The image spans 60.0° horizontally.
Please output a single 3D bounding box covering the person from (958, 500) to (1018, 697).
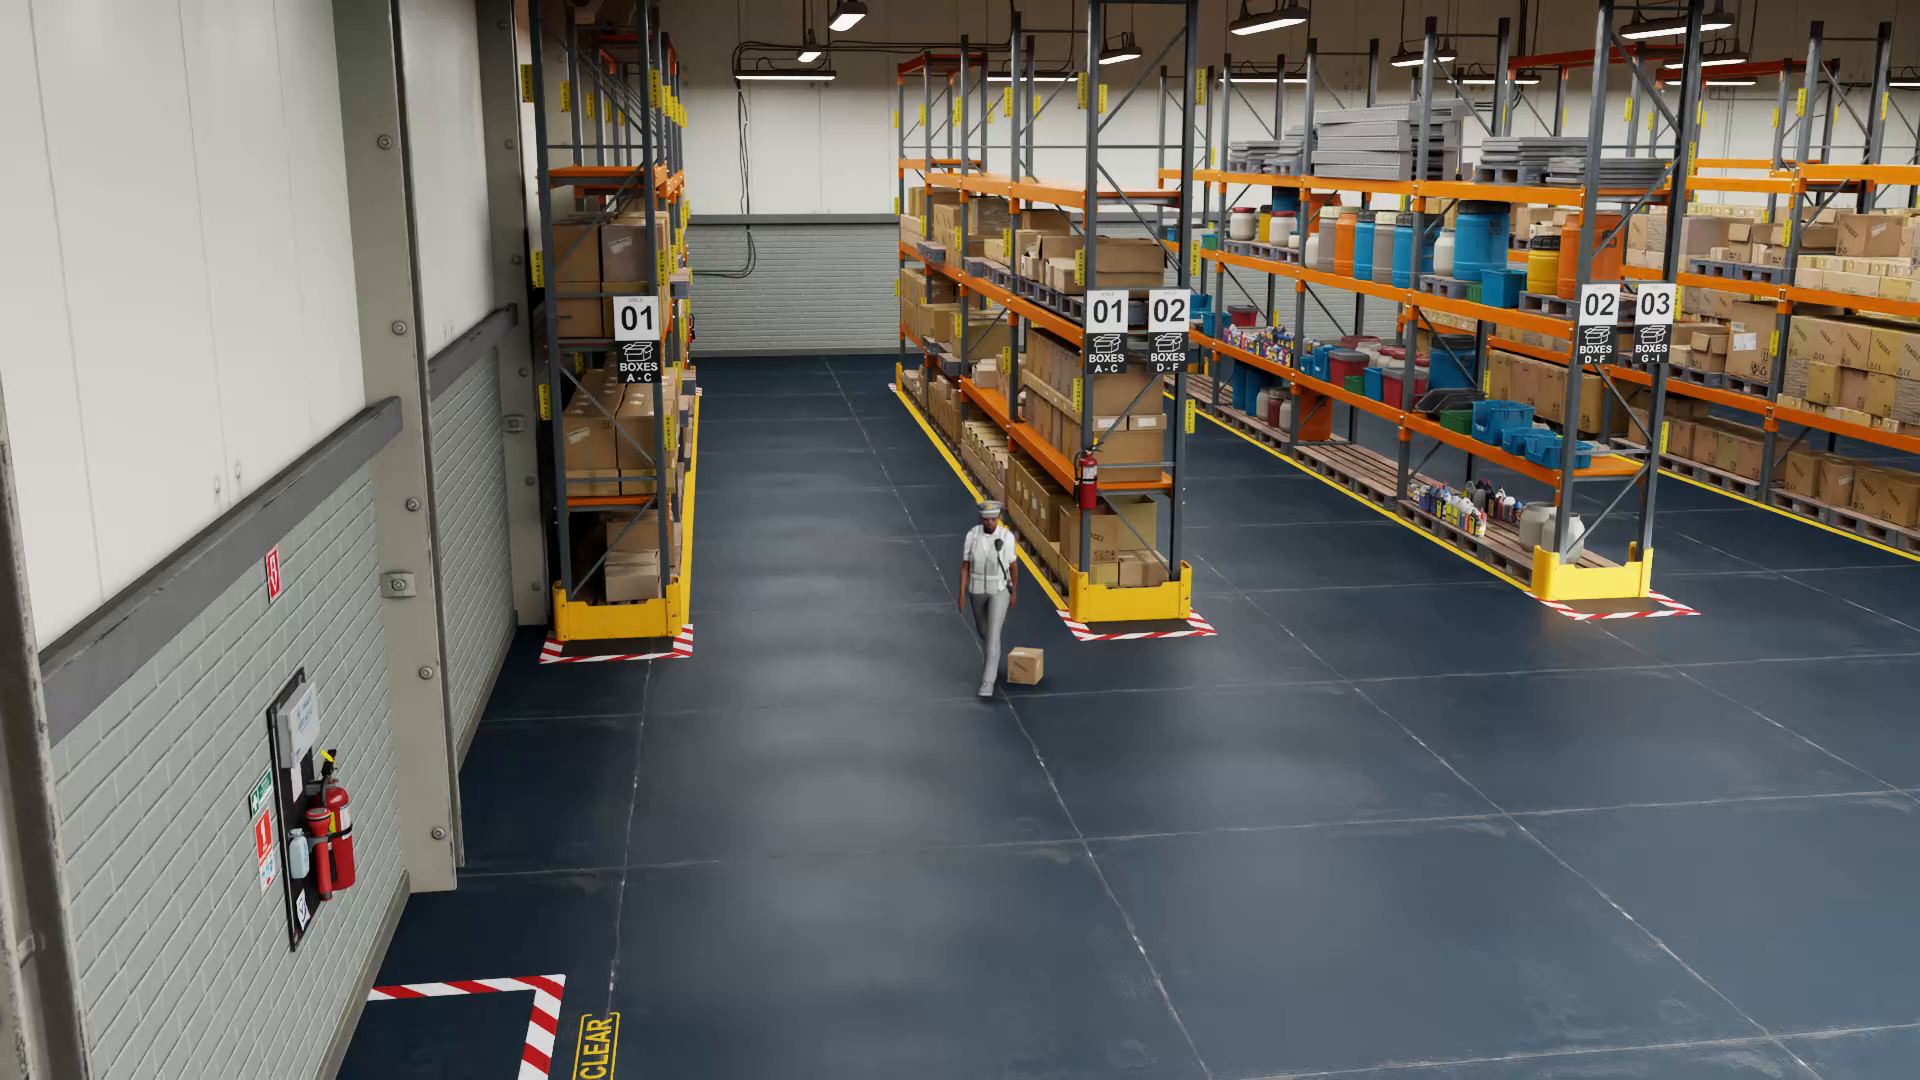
[{"bbox_3d":[0.251,0.425,14.156,0.454,1.609,1.068,4,14,17],"label":"person"}]
